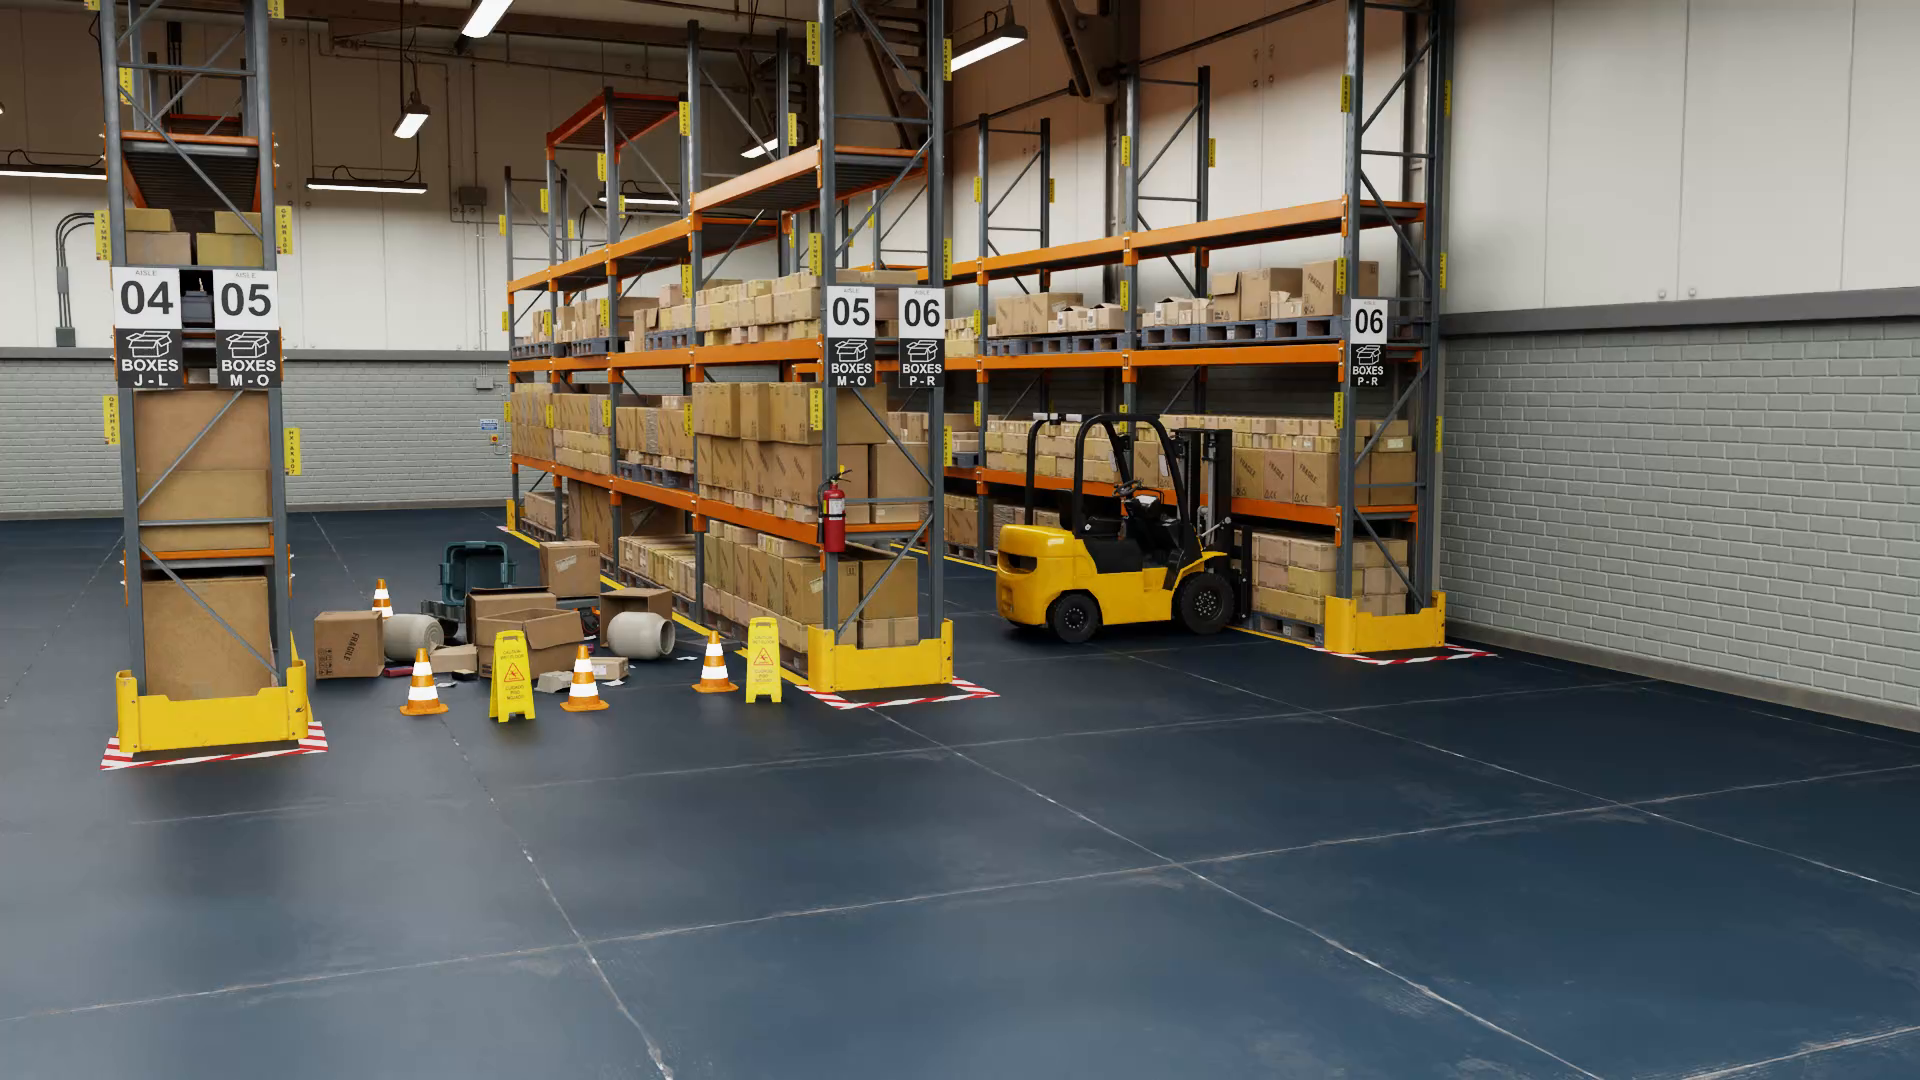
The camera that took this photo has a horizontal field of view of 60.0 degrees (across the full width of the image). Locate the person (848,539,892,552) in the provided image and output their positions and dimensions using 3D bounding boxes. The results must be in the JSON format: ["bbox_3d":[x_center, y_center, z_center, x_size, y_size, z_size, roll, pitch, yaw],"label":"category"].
[{"bbox_3d":[-0.956,-0.107,17.862,0.582,1.747,0.435,-3,6,-27],"label":"person"}]
